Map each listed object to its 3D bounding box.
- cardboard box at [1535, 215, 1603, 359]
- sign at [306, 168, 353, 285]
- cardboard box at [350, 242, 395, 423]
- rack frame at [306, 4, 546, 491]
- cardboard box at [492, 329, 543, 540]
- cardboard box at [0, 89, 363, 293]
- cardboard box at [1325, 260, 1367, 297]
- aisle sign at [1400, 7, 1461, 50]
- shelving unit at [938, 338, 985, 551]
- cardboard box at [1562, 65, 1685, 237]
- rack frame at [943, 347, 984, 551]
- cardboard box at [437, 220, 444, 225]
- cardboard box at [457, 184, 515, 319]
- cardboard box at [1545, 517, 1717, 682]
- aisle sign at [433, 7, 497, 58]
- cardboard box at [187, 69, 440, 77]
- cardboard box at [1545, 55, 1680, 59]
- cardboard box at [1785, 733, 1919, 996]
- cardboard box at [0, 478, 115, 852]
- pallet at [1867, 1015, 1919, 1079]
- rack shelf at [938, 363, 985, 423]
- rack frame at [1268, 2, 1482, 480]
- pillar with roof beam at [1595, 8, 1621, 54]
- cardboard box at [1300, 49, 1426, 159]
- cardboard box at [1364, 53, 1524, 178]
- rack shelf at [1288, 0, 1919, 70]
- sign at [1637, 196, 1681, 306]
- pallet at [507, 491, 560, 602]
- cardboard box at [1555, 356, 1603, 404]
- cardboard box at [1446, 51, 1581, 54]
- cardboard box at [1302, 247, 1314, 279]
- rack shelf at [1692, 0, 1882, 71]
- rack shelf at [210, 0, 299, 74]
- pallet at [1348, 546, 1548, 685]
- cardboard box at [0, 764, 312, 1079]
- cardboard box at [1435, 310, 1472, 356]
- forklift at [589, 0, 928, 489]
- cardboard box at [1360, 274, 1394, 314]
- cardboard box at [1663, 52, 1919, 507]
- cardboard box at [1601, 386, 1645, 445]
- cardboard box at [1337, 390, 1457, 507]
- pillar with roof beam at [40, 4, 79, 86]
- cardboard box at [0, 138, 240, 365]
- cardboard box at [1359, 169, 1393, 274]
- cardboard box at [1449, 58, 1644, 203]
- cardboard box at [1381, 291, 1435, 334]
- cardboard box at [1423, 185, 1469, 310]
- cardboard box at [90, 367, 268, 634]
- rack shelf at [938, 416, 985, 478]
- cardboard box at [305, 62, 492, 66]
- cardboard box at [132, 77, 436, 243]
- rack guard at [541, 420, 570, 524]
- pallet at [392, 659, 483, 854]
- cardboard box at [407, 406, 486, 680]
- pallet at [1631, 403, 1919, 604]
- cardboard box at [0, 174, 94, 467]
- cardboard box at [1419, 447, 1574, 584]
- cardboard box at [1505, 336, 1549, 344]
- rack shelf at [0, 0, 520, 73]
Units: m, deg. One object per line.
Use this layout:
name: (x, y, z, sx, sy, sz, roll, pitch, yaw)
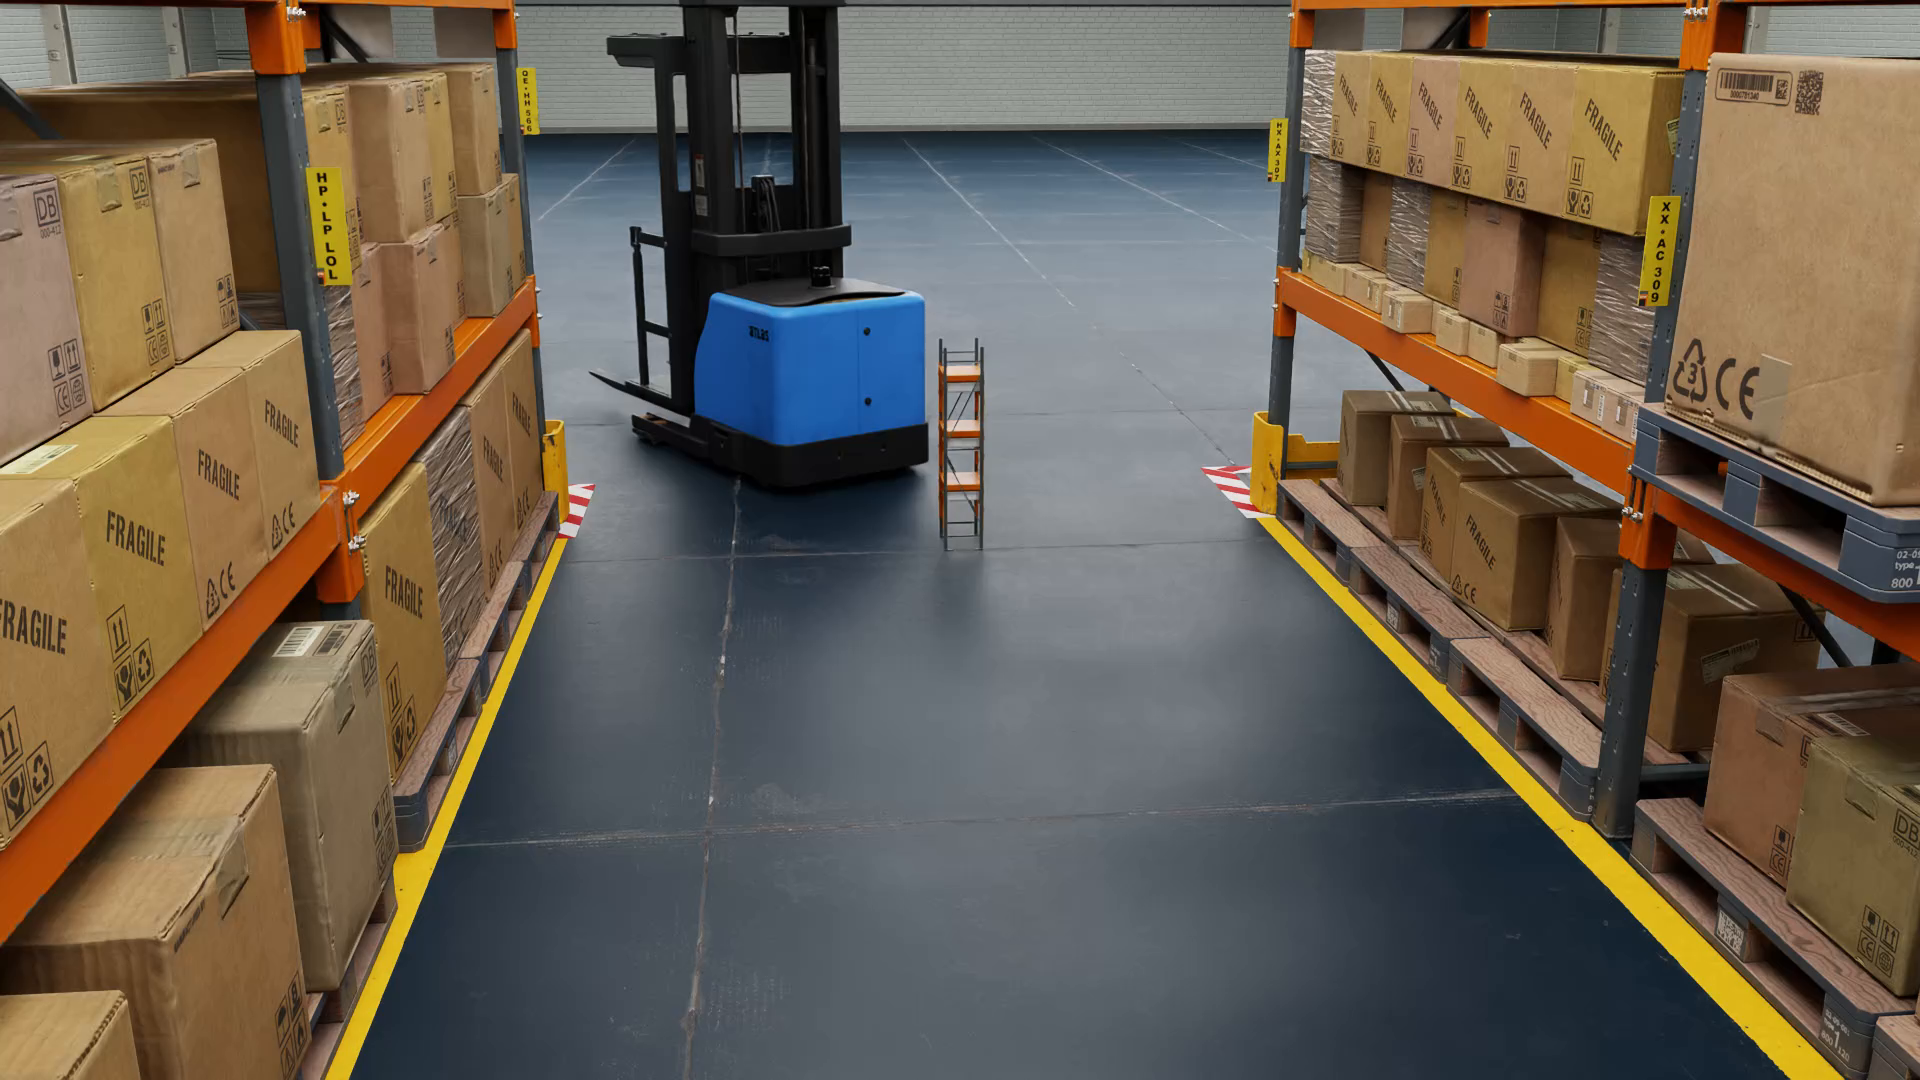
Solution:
cardboard box: (2.630, -0.943, 6.011, 0.875, 0.500, 0.500, -2, 18, -6)
sign: (-1.774, -0.879, 4.668, 0.100, 0.325, 0.005, -2, 18, -6)
cardboard box: (-2.441, -0.689, 5.613, 0.875, 0.550, 0.550, -2, 18, -6)
rack frame: (-2.725, -1.536, 8.563, 1.000, 3.000, 0.127, -2, 18, -6)
cardboard box: (-2.589, -0.523, 8.181, 0.875, 0.875, 0.875, -2, 18, -5)
cardboard box: (-2.316, -1.042, 4.936, 0.875, 0.550, 0.550, -2, 18, -6)
cardboard box: (2.029, -1.297, 8.221, 0.380, 0.149, 0.250, -2, 18, -6)
aisle sign: (2.511, -2.928, 8.654, 0.394, 0.787, 0.004, -2, 18, -6)
shelving unit: (0.006, -0.485, 8.469, 0.215, 1.050, 0.252, -2, 18, -6)
cardboard box: (2.312, -1.260, 5.350, 0.500, 0.500, 0.500, -2, 18, -6)
rack frame: (0.018, -0.449, 8.353, 0.200, 1.050, 0.008, -2, 18, -6)
cardboard box: (-2.534, -1.008, 6.630, 0.875, 0.550, 0.500, -2, 18, -6)
cardboard box: (-2.563, -1.336, 7.673, 0.875, 0.550, 0.550, -2, 18, -6)
cardboard box: (2.564, 0.234, 6.397, 0.500, 0.500, 0.500, 4, 18, 12)
aisle sign: (-2.434, -2.807, 8.271, 0.394, 0.787, 0.004, -2, 18, -6)
cardboard box: (-2.654, -1.679, 6.965, 0.875, 0.550, 0.550, -2, 18, -6)
cardboard box: (2.671, -1.723, 6.824, 0.500, 0.500, 0.500, -2, 18, -6)
cardboard box: (2.704, 0.841, 4.428, 0.700, 0.500, 0.500, -2, 18, -6)
cardboard box: (-1.834, 0.207, 2.843, 0.500, 0.500, 0.500, -2, 18, -6)
pallet: (2.842, 1.459, 3.678, 1.003, 0.211, 1.213, -2, 18, -6)
rack shelf: (0.006, -0.746, 8.387, 0.215, 0.259, 0.240, -2, 18, -6)
rack frame: (2.219, -1.660, 8.955, 1.000, 3.000, 0.127, -2, 18, -6)
pillar with roof beam: (10.556, -13.604, 36.986, 9.100, 9.000, 0.400, -2, 18, -6)
cardboard box: (2.005, -2.154, 8.197, 0.500, 0.500, 0.500, -2, 18, -6)
cardboard box: (2.102, -1.856, 7.248, 0.500, 0.500, 0.500, -2, 18, -6)
rack shelf: (2.425, -2.152, 6.716, 1.077, 0.370, 4.000, -2, 18, -6)
sign: (2.093, -0.862, 4.969, 0.100, 0.325, 0.005, -2, 18, -6)
pallet: (-2.565, 0.030, 8.230, 1.003, 0.211, 1.213, -2, 18, -6)
cardboard box: (2.335, -0.554, 5.853, 0.380, 0.149, 0.250, -2, 18, -6)
cardboard box: (2.579, -2.021, 7.774, 0.500, 0.500, 0.500, -2, 18, -6)
cardboard box: (2.011, -1.447, 8.699, 0.380, 0.149, 0.250, -2, 18, -6)
rack shelf: (2.838, -0.960, 2.920, 1.077, 0.370, 4.000, -2, 18, -6)
rack shelf: (-2.106, -0.837, 2.528, 1.077, 0.370, 4.000, -2, 18, -6)
pallet: (2.398, 0.299, 7.371, 1.003, 0.211, 1.213, -2, 18, -6)
cardboard box: (-2.063, 0.998, 3.545, 1.050, 0.750, 0.750, -2, 18, -6)
cardboard box: (2.177, -0.850, 6.797, 0.380, 0.149, 0.250, -2, 18, -6)
forklift: (-1.462, -2.073, 10.387, 1.130, 2.935, 3.031, -12, 21, -34)
cardboard box: (2.094, -1.149, 7.748, 0.380, 0.149, 0.250, -2, 18, -6)
cardboard box: (2.574, -0.713, 4.239, 1.000, 1.000, 1.000, -2, 18, -5)
cardboard box: (2.317, -0.403, 5.372, 0.380, 0.149, 0.250, -2, 18, -6)
cardboard box: (2.267, -0.481, 8.673, 0.500, 0.500, 0.500, 1, 17, 5)
pillar with roof beam: (-11.593, -11.109, 29.040, 9.100, 9.000, 0.400, -2, 18, -6)
cardboard box: (-2.255, -0.722, 4.132, 0.700, 0.500, 0.500, -2, 18, -7)
cardboard box: (2.419, -1.539, 7.908, 0.875, 0.500, 0.500, -2, 18, -6)
cardboard box: (2.208, -1.558, 6.299, 0.500, 0.500, 0.500, -2, 18, -6)
cardboard box: (2.070, -0.997, 7.266, 0.380, 0.149, 0.250, -2, 18, -6)
cardboard box: (2.468, -1.240, 6.954, 0.875, 0.500, 0.500, -2, 18, -6)
cardboard box: (-1.940, -0.095, 3.804, 0.500, 0.500, 0.500, -2, 18, -6)
rack shelf: (0.006, -0.475, 8.472, 0.215, 0.259, 0.240, -2, 18, -6)
cardboard box: (-2.725, -2.011, 8.023, 0.875, 0.550, 0.550, -2, 18, -6)
cardboard box: (-2.407, -1.368, 5.973, 0.875, 0.550, 0.550, -2, 18, -6)
rack guard: (-2.727, -0.351, 8.960, 1.175, 0.500, 0.348, -2, 18, -6)
pallet: (-2.313, 0.757, 5.914, 1.003, 0.211, 1.213, -2, 18, -6)
cardboard box: (-2.404, 0.011, 6.481, 0.875, 0.875, 0.875, -2, 18, -5)
pallet: (2.566, -0.144, 4.448, 1.003, 0.211, 1.213, -2, 18, -6)
cardboard box: (-2.148, -0.418, 3.164, 0.700, 0.500, 0.500, -2, 18, -5)
cardboard box: (2.408, -0.117, 7.513, 0.500, 0.500, 0.500, 0, 17, 0)
cardboard box: (2.303, -0.704, 6.330, 0.380, 0.149, 0.250, -2, 18, -6)
rack shelf: (-2.519, -2.028, 6.324, 1.077, 0.370, 4.000, -2, 18, -6)
